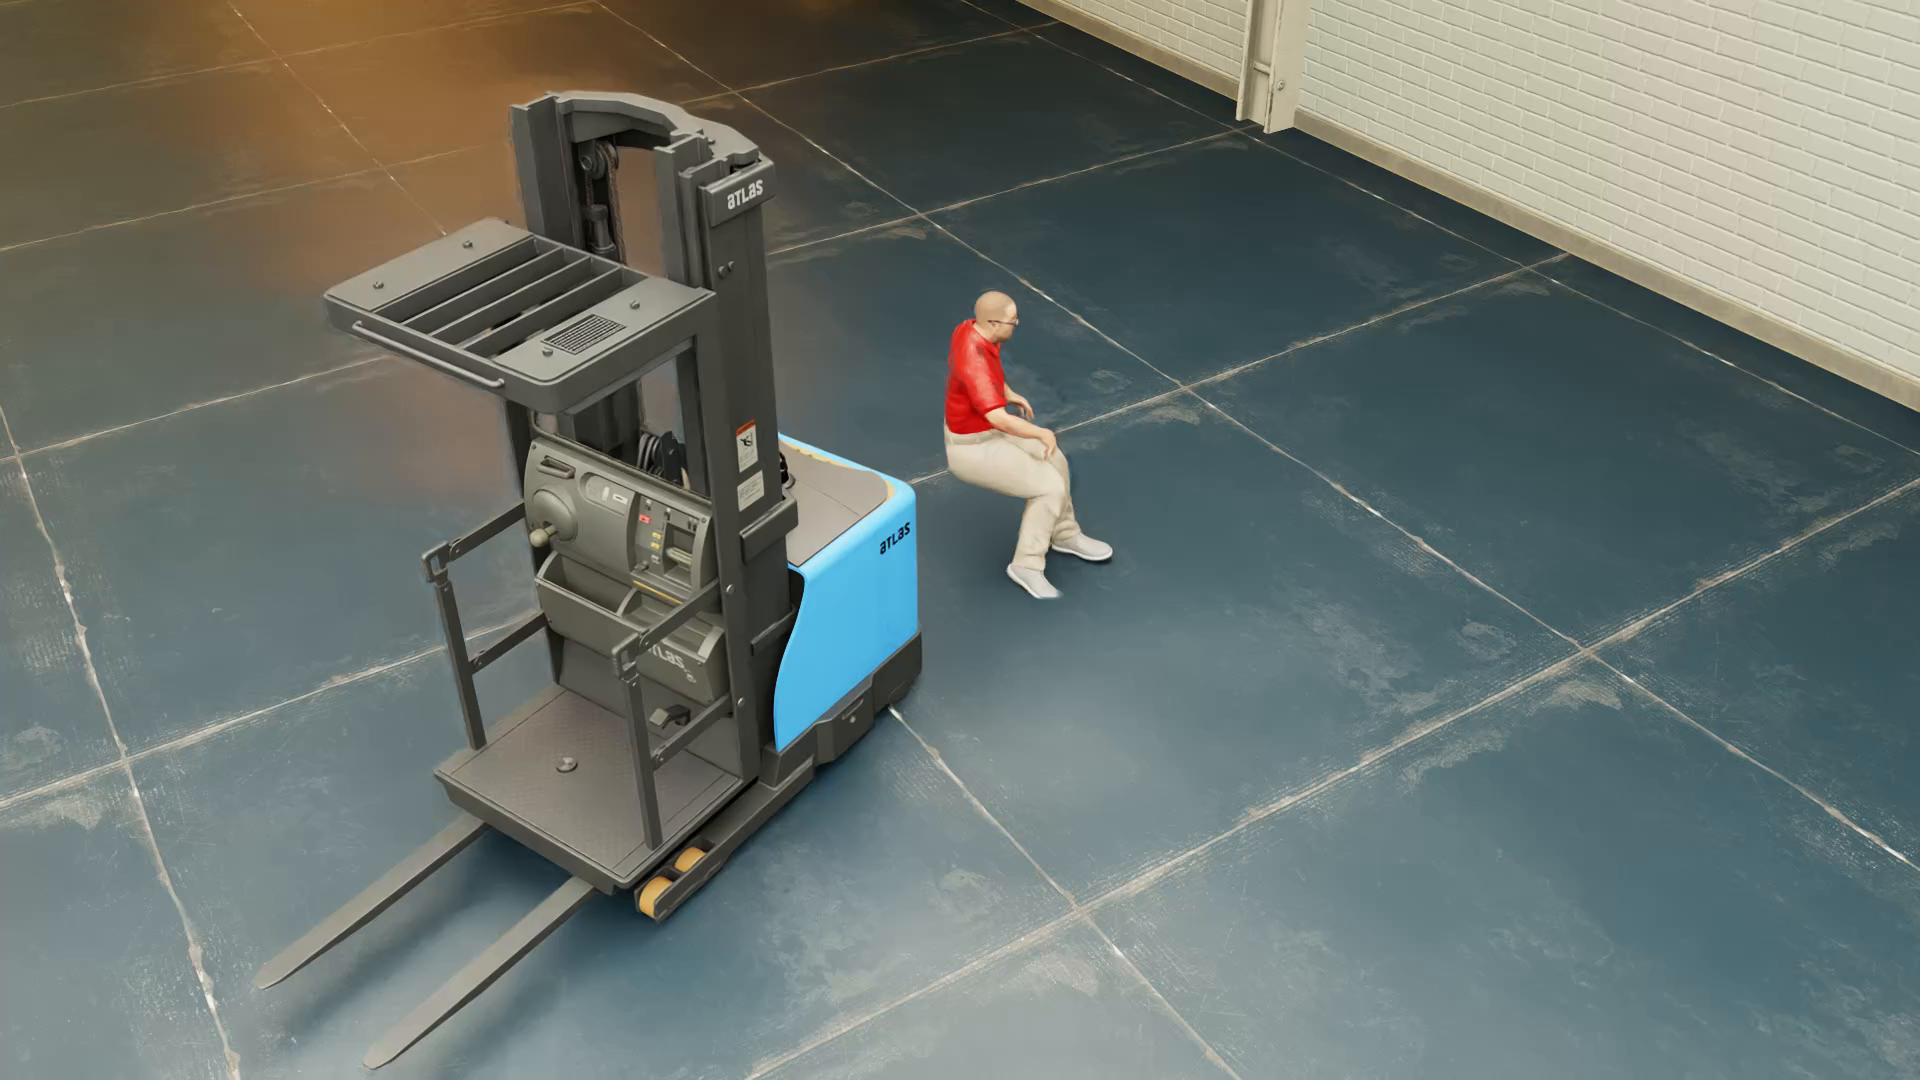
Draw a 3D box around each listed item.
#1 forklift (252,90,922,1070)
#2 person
[{"bbox_3d":[-1.430,-0.018,6.173,1.130,2.935,3.031,22,41,28],"label":"forklift"},{"bbox_3d":[0.345,-0.514,8.203,0.855,1.543,0.824,-4,35,-5],"label":"person"}]
